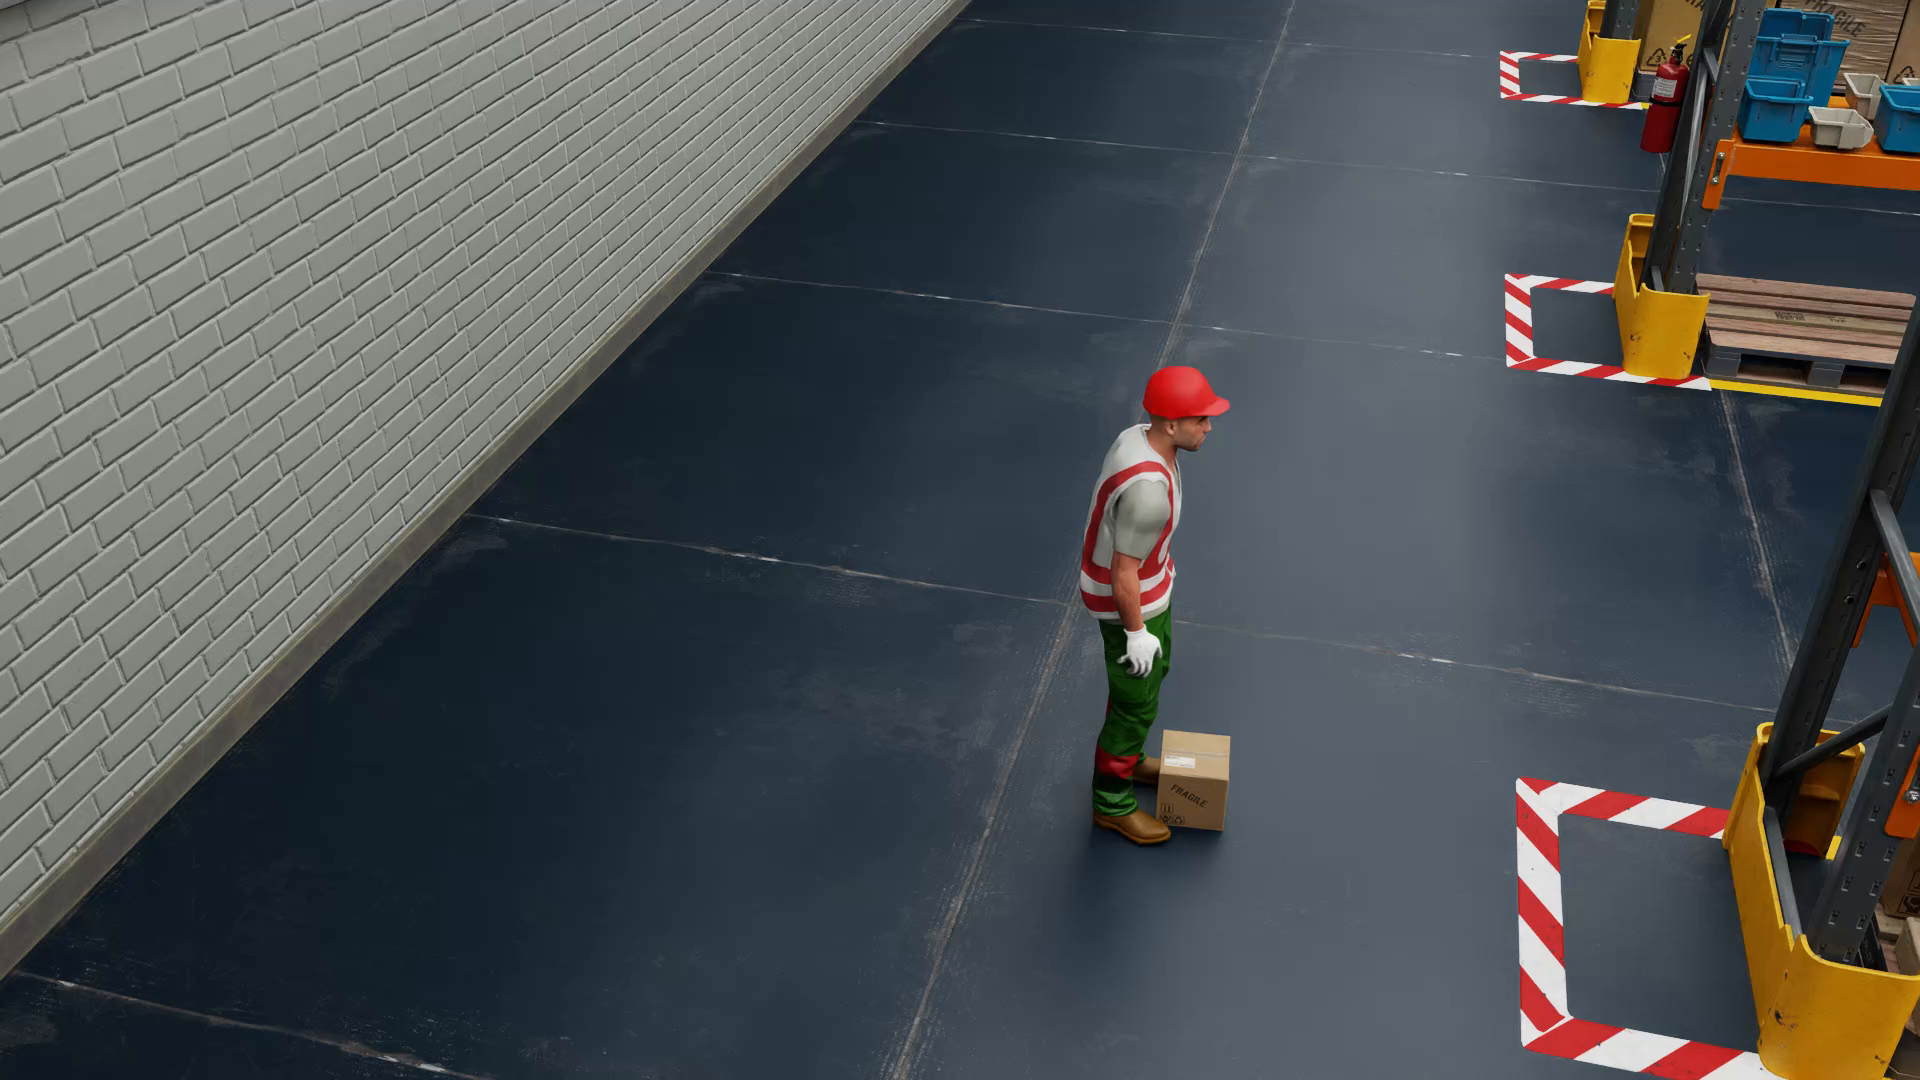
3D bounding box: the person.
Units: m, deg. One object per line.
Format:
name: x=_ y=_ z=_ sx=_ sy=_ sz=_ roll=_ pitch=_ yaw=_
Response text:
person: x=0.646 y=0.208 z=5.800 sx=0.452 sy=1.777 sz=0.610 roll=6 pitch=33 yaw=10
